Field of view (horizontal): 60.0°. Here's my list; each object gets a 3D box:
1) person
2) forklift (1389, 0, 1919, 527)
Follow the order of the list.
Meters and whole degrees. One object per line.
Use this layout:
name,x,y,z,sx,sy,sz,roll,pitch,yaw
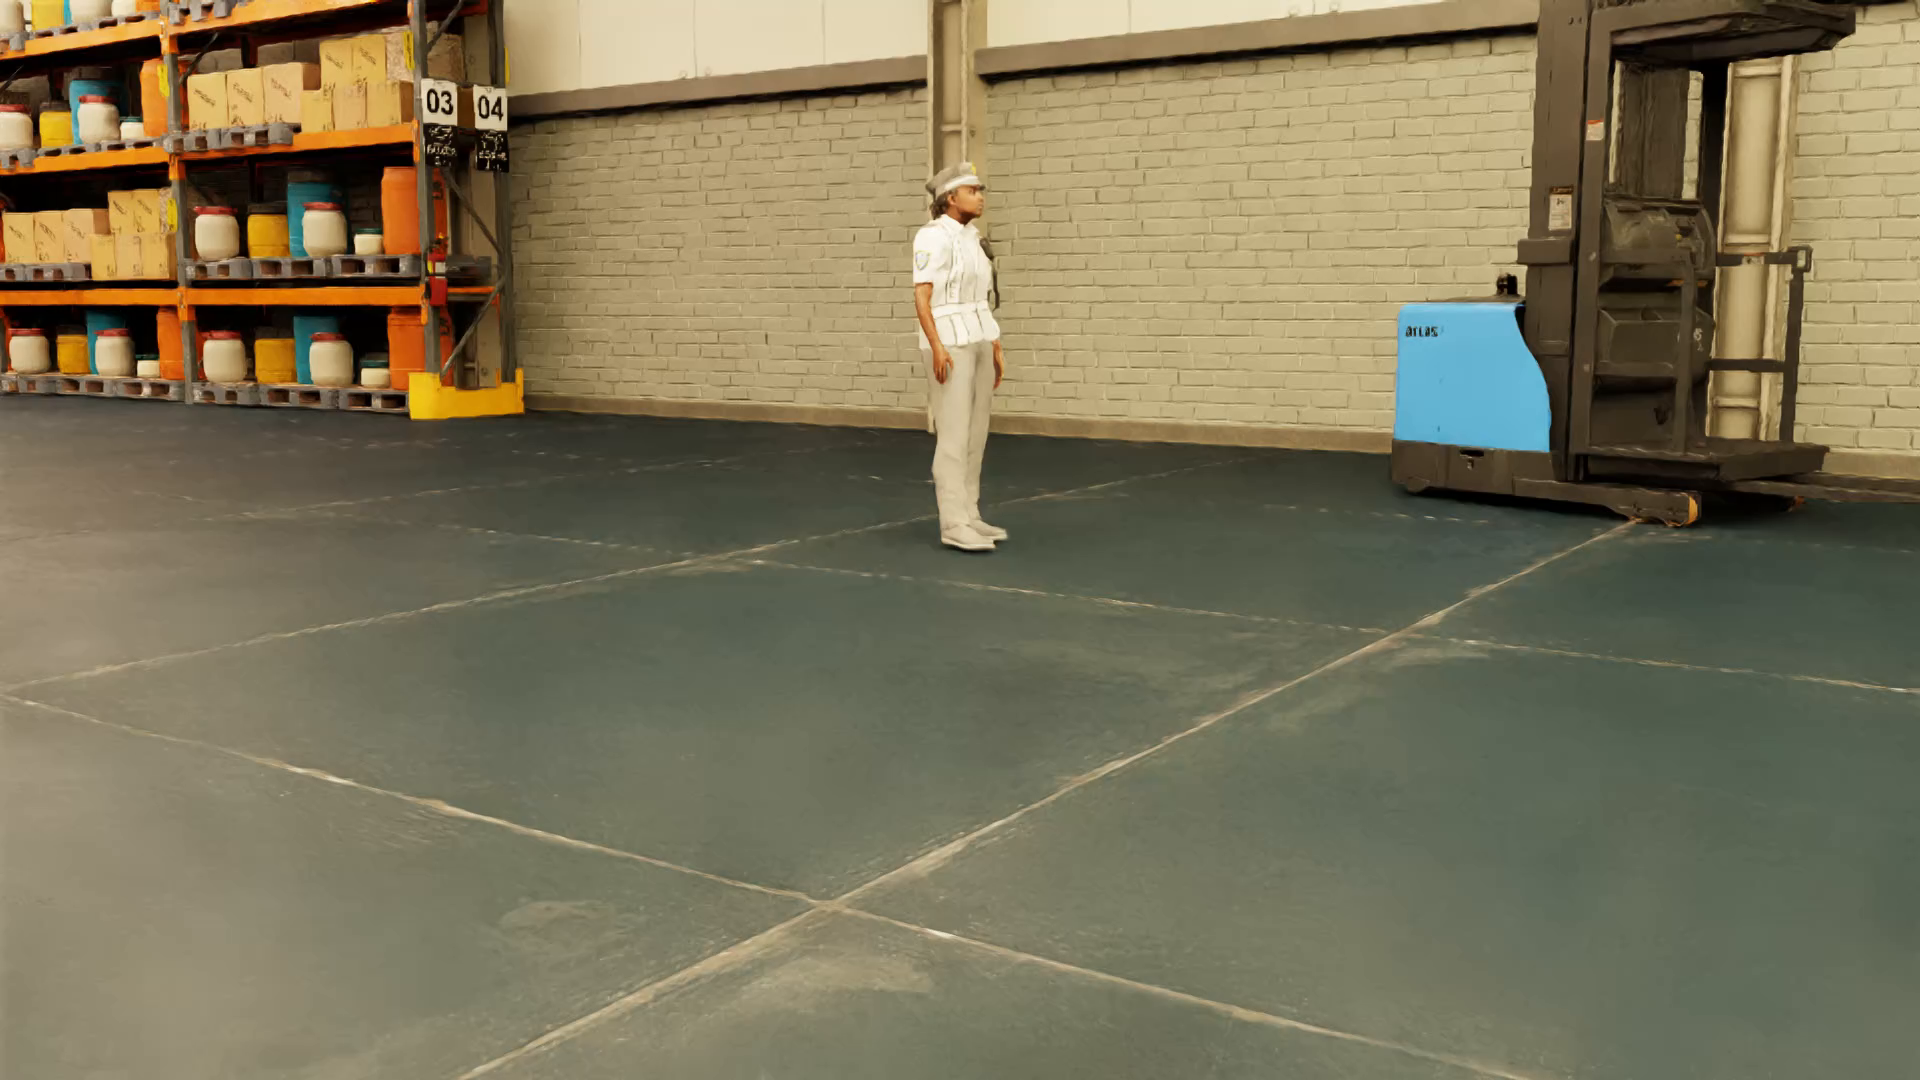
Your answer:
person,0.051,-0.837,7.426,0.529,1.693,0.570,5,10,34
forklift,3.717,-1.590,8.371,1.130,2.935,3.031,-6,10,-36
